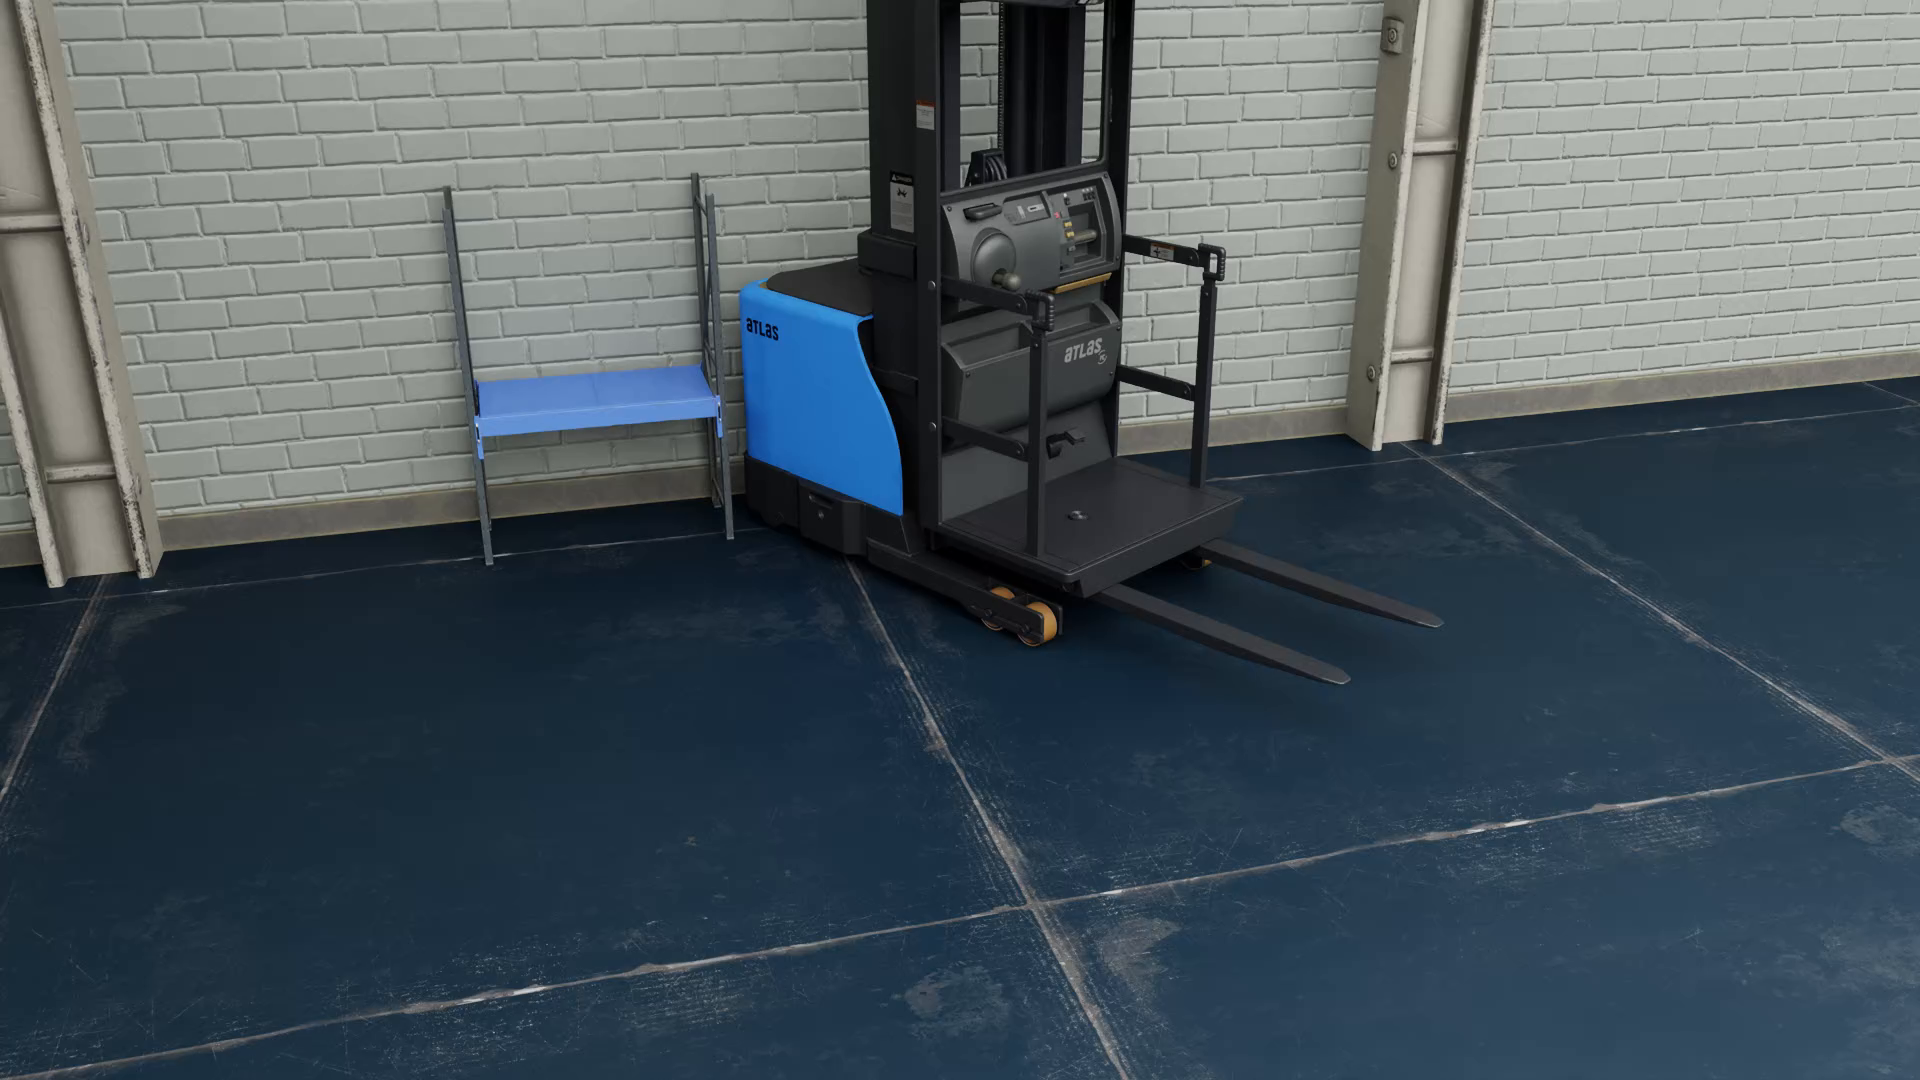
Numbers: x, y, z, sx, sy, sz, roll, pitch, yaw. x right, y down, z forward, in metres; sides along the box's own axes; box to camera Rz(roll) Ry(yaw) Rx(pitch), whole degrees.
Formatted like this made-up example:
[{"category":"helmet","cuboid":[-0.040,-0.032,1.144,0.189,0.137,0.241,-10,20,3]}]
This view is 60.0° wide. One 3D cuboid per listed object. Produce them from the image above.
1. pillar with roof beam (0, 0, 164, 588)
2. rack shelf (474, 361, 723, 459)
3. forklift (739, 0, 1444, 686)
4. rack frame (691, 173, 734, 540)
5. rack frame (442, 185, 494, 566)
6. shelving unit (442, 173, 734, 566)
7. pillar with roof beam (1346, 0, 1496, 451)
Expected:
[{"category":"pillar with roof beam","cuboid":[-2.414,-2.385,1.396,0.400,9.000,9.100,-6,24,-14]},{"category":"rack shelf","cuboid":[-1.557,-0.565,7.121,1.000,0.185,0.538,-6,24,-14]},{"category":"forklift","cuboid":[0.441,-1.174,6.268,3.031,2.935,1.130,21,31,40]},{"category":"rack frame","cuboid":[-1.068,-0.785,7.177,0.032,1.500,0.500,-6,24,-14]},{"category":"rack frame","cuboid":[-2.047,-0.676,6.924,0.032,1.500,0.500,-6,24,-14]},{"category":"shelving unit","cuboid":[-1.557,-0.730,7.050,1.048,1.500,0.538,-6,24,-14]},{"category":"pillar with roof beam","cuboid":[3.363,-3.024,2.886,0.400,9.000,9.100,-6,24,-14]}]
